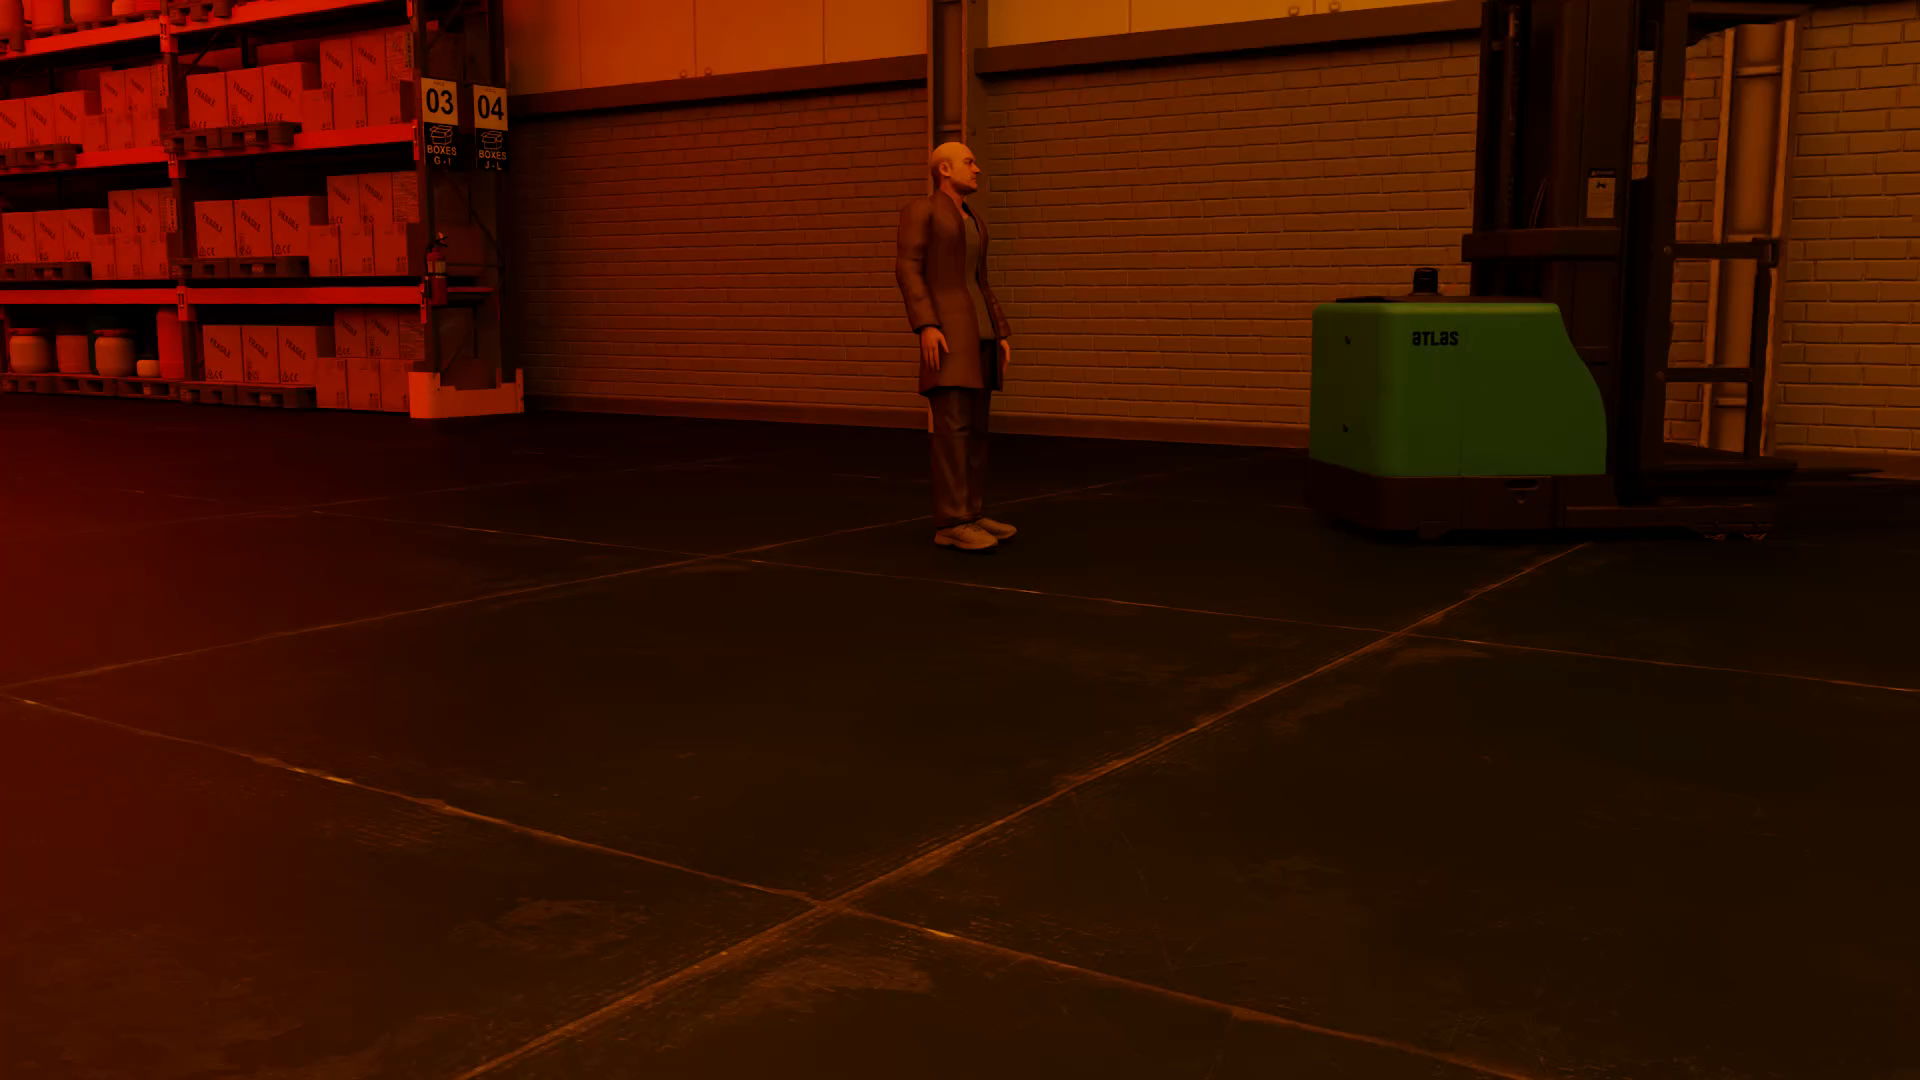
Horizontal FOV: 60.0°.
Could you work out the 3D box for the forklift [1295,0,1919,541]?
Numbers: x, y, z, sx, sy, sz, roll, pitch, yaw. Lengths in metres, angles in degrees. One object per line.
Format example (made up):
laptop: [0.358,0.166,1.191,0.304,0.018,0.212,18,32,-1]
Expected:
forklift: [3.230,-1.519,7.876,3.031,2.935,1.130,-1,8,-8]

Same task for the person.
person: [0.072,-0.879,7.423,0.582,1.775,0.694,5,10,34]
